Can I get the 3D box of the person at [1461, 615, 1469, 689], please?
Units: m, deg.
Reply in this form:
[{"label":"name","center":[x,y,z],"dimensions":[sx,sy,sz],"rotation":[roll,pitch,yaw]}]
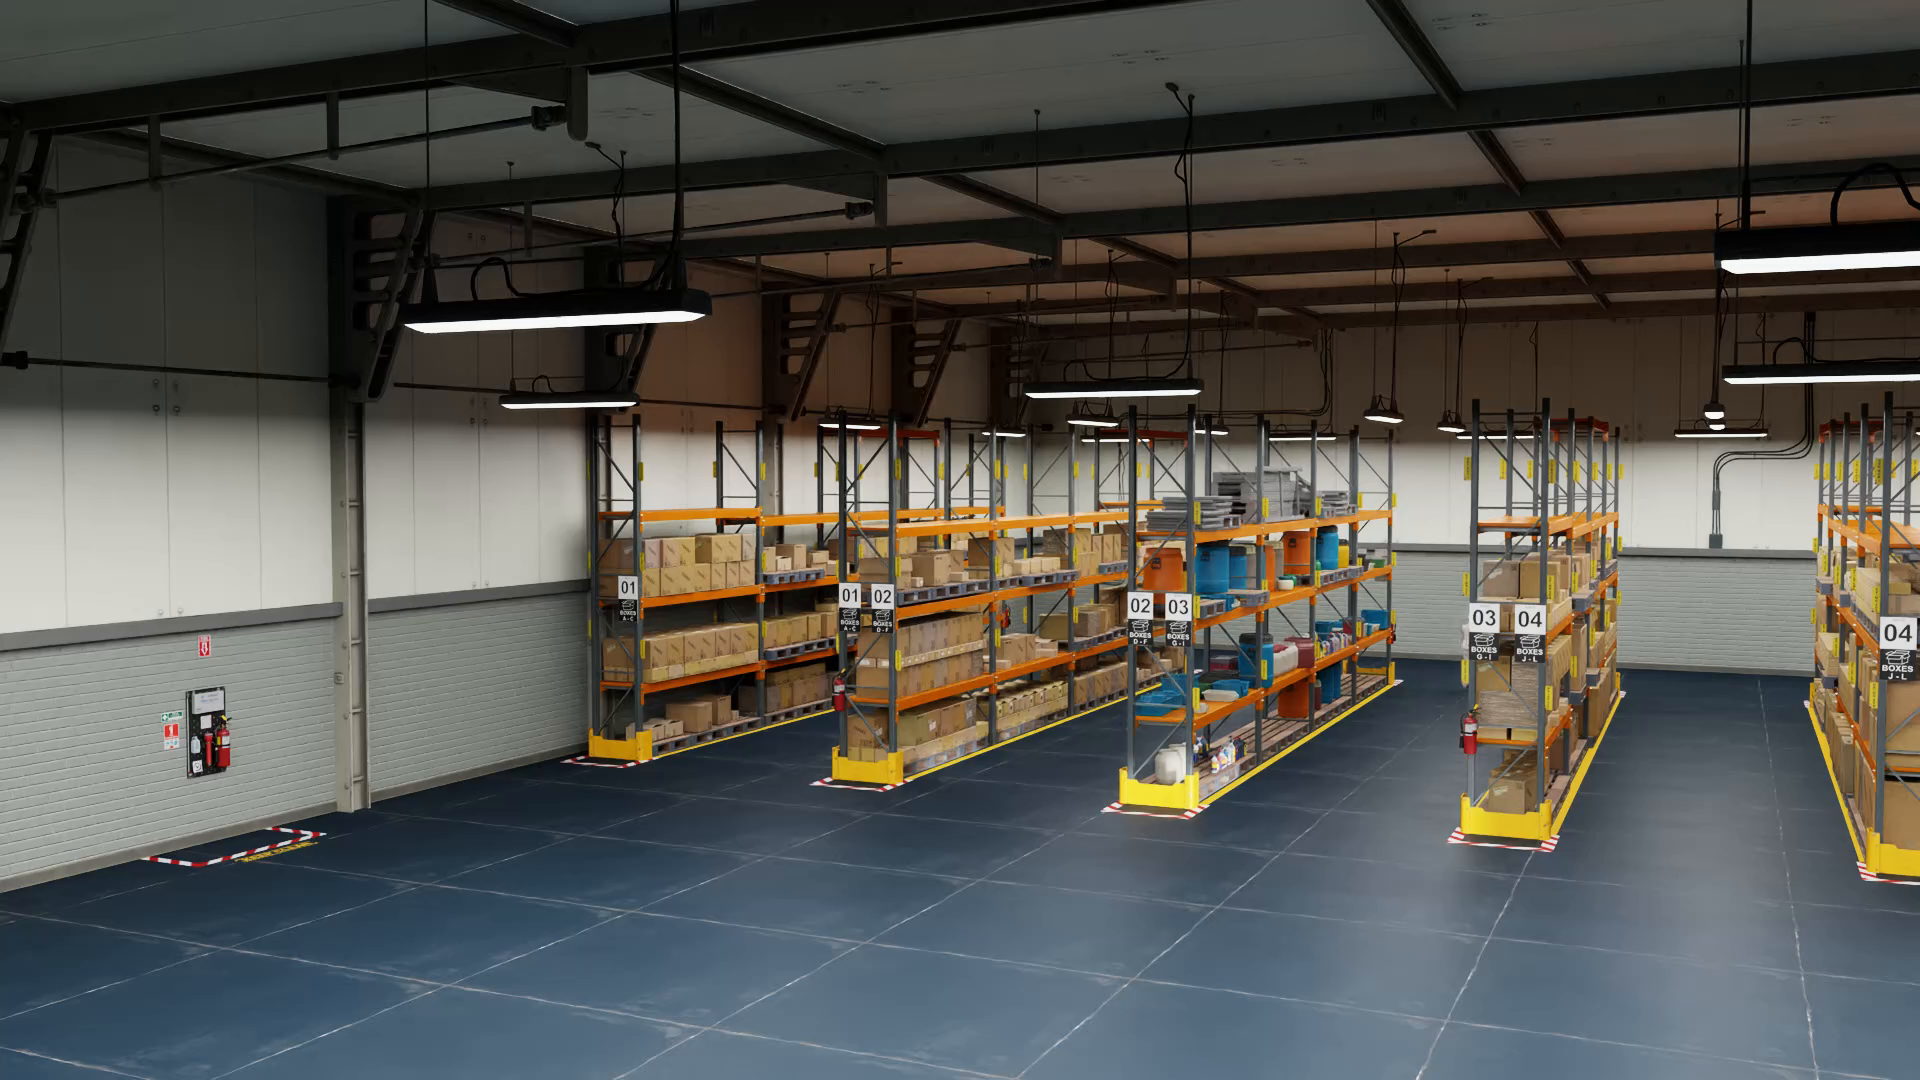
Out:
[{"label":"person","center":[11.717,2.549,38.103],"dimensions":[0.400,1.818,0.566],"rotation":[-1,3,-26]}]
